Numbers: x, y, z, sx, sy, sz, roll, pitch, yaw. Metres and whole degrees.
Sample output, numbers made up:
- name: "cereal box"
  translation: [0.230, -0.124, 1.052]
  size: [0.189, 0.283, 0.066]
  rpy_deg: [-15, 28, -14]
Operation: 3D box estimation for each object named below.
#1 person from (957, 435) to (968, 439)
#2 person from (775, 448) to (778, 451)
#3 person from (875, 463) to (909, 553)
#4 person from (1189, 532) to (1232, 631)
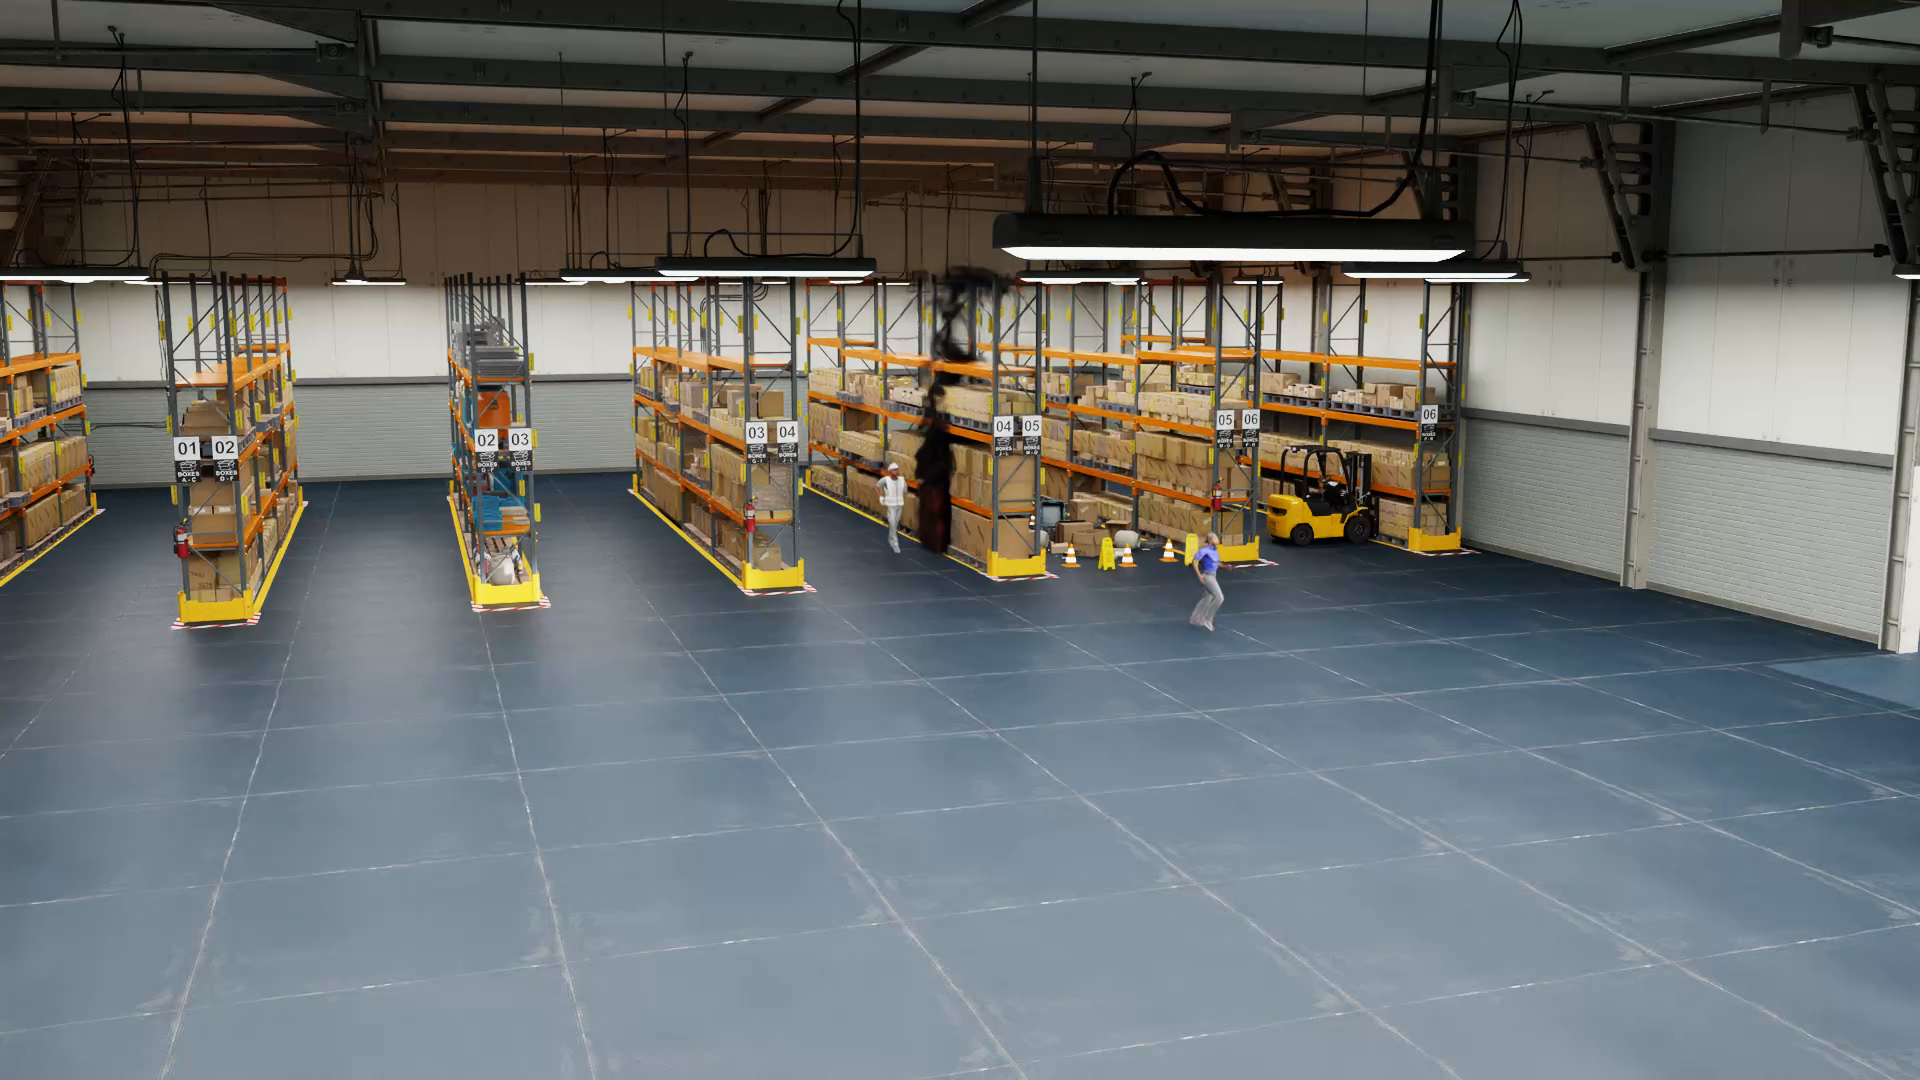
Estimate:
- name: "person"
  translation: [0.103, -2.826, 51.309]
  size: [0.538, 1.668, 0.714]
  rpy_deg: [1, 9, 4]
- name: "person"
  translation: [-5.206, -2.540, 49.246]
  size: [0.774, 1.693, 0.716]
  rpy_deg: [-8, 12, -43]
- name: "person"
  translation: [-1.371, -0.687, 34.700]
  size: [0.667, 1.834, 0.775]
  rpy_deg: [-5, 10, -28]
- name: "person"
  translation: [4.230, 0.701, 28.111]
  size: [0.703, 1.683, 0.569]
  rpy_deg: [3, 9, 22]
